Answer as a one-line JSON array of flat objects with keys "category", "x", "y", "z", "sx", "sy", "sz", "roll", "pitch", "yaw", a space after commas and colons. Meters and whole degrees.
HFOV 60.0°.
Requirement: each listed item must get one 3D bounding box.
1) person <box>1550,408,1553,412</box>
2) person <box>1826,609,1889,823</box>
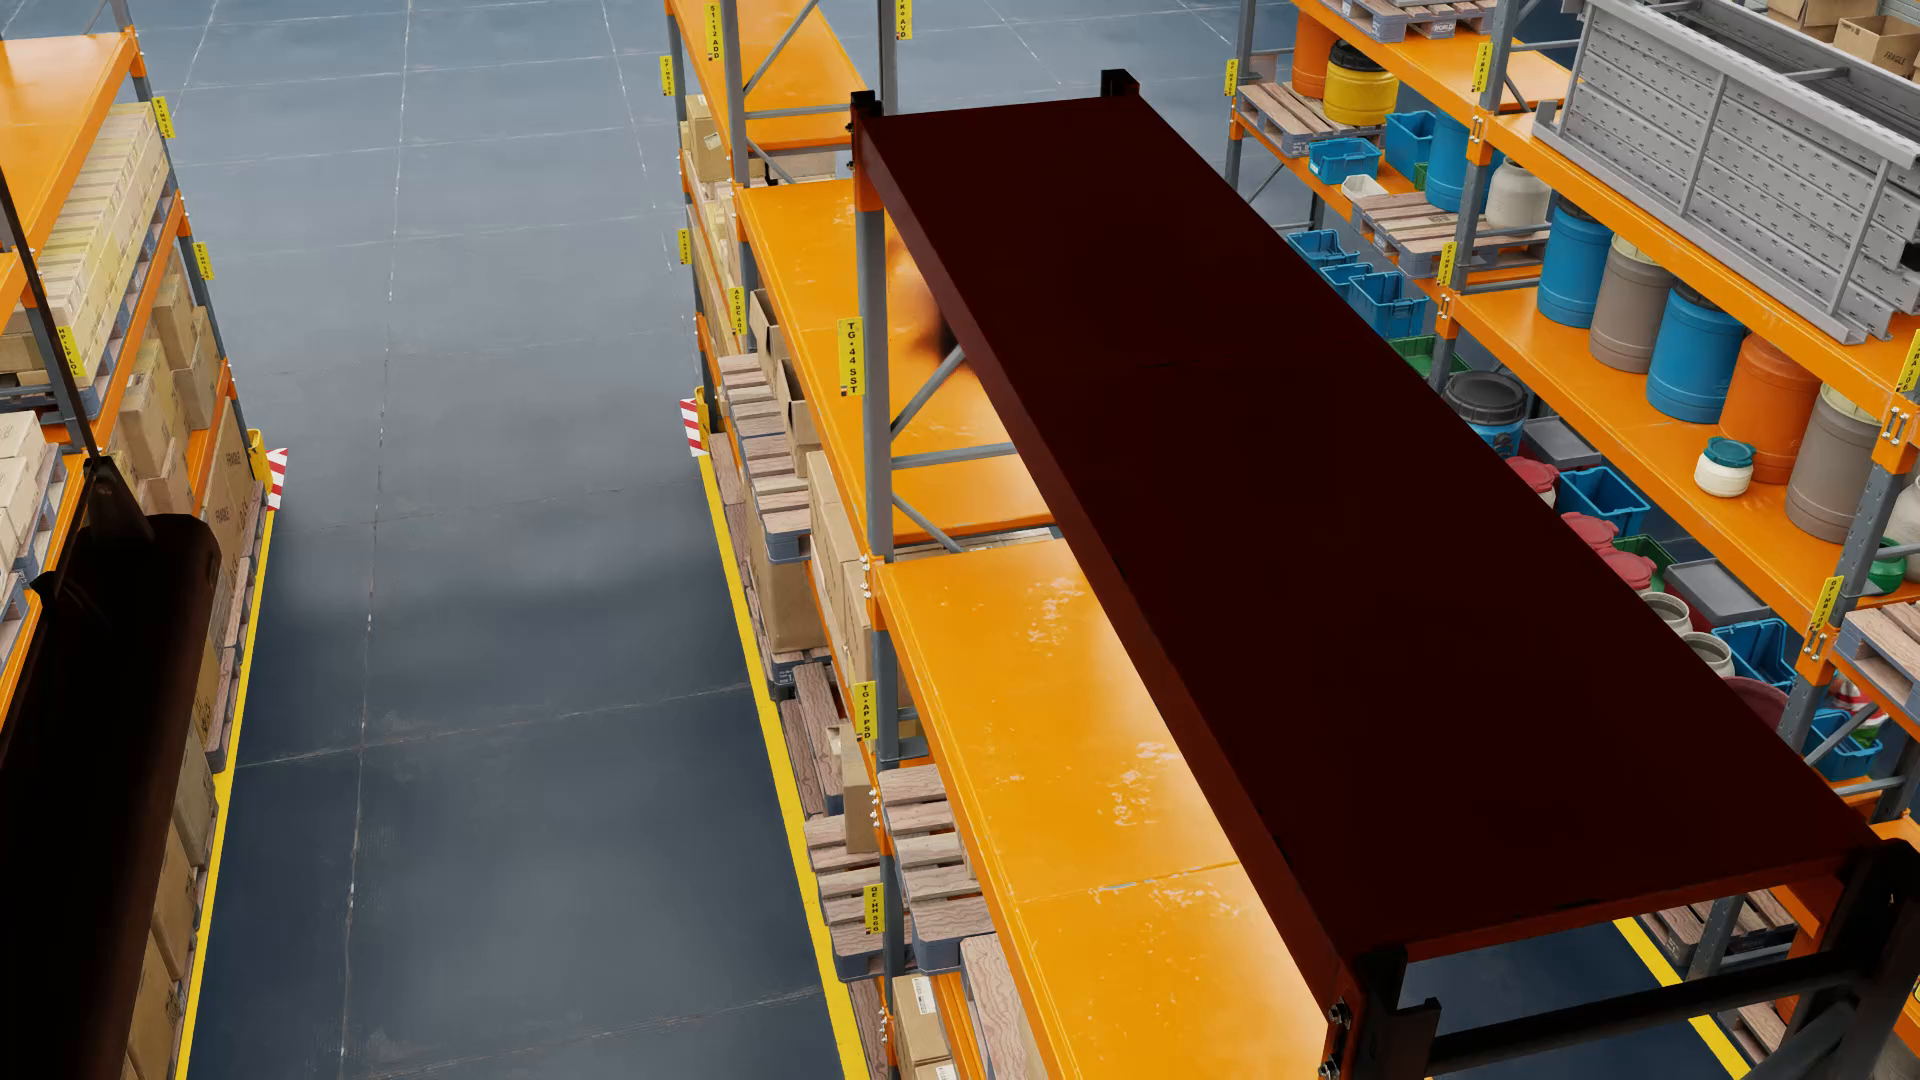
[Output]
[{"category": "person", "x": 5.617, "y": -1.804, "z": 15.248, "sx": 0.834, "sy": 1.739, "sz": 0.608, "roll": 24, "pitch": 41, "yaw": 31}, {"category": "person", "x": 5.861, "y": 1.167, "z": 10.902, "sx": 0.696, "sy": 1.705, "sz": 0.909, "roll": -25, "pitch": 41, "yaw": -31}]
